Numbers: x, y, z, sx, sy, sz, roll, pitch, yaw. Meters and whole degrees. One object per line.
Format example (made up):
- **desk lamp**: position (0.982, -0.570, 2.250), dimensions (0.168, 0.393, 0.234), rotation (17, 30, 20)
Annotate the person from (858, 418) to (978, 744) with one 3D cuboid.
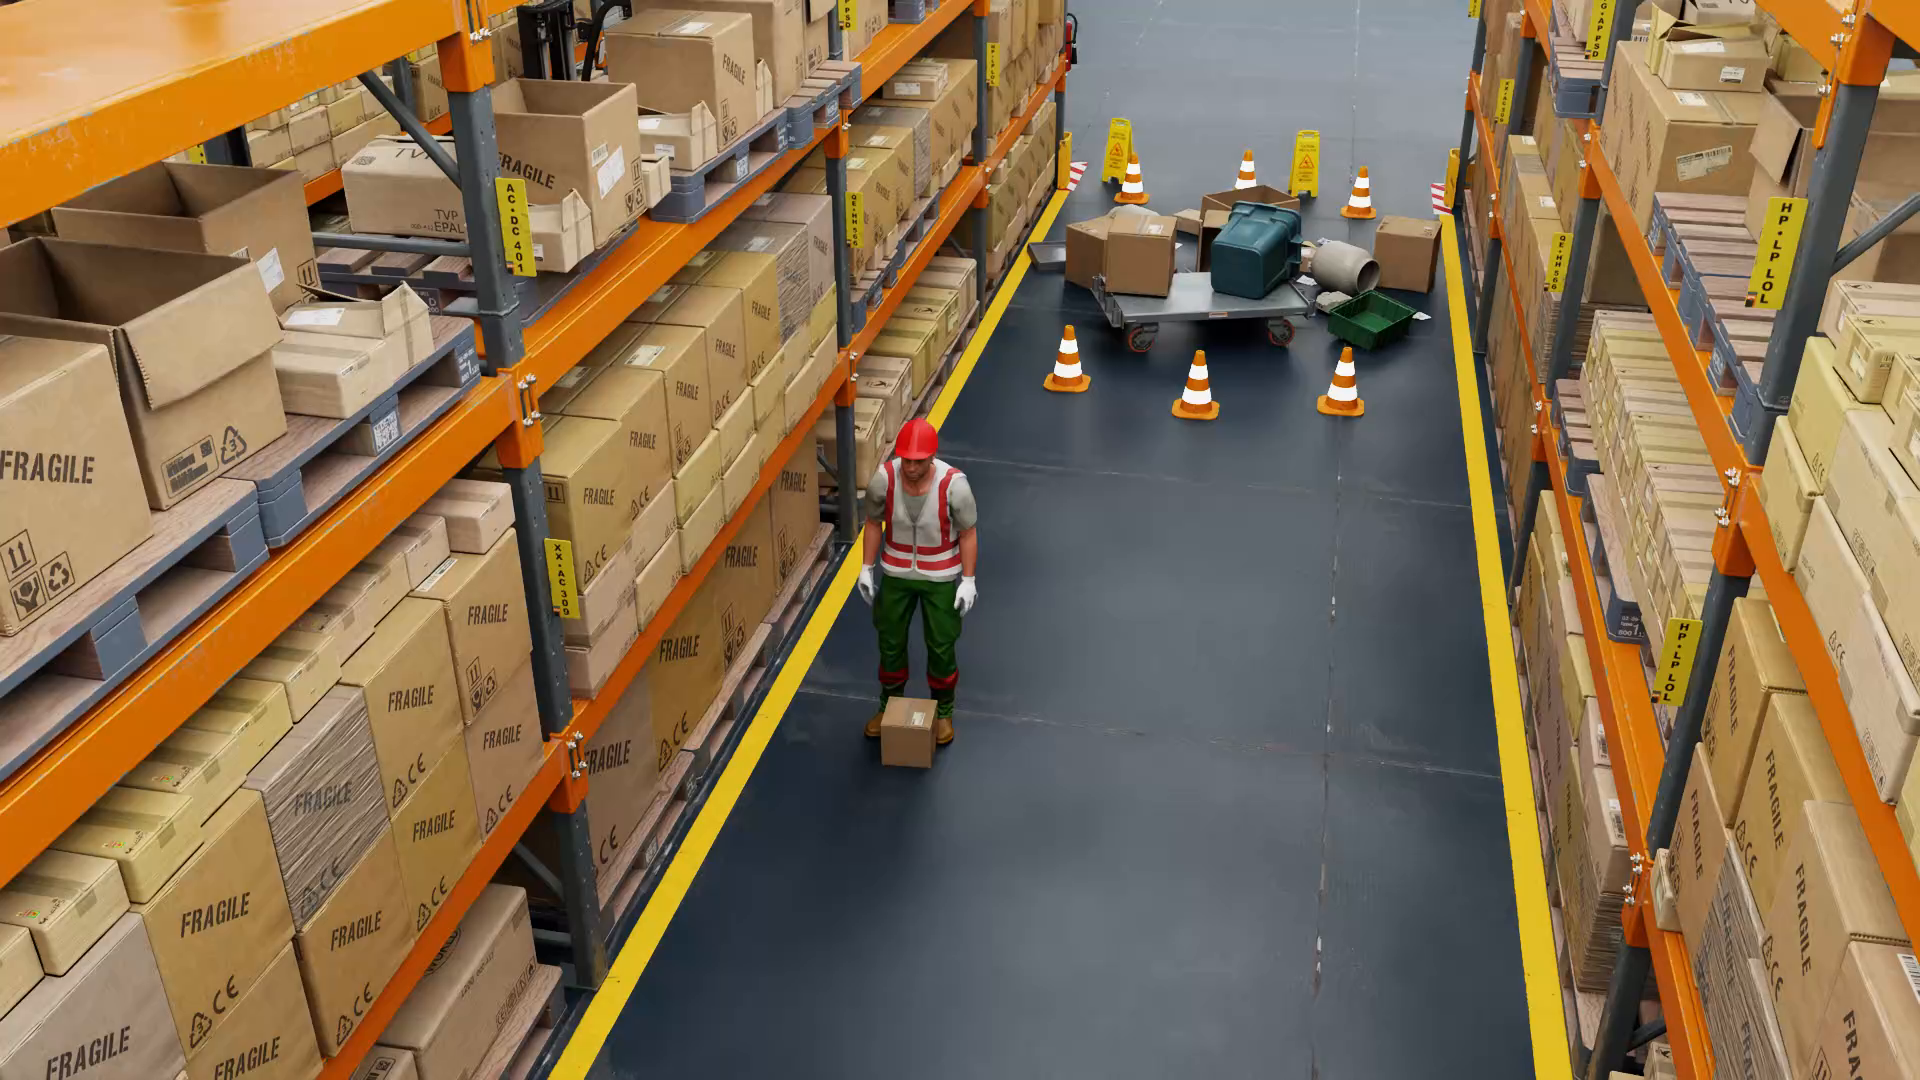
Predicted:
- **person**: position (-0.210, 0.195, 8.249), dimensions (0.609, 1.779, 0.449), rotation (6, 29, 11)
